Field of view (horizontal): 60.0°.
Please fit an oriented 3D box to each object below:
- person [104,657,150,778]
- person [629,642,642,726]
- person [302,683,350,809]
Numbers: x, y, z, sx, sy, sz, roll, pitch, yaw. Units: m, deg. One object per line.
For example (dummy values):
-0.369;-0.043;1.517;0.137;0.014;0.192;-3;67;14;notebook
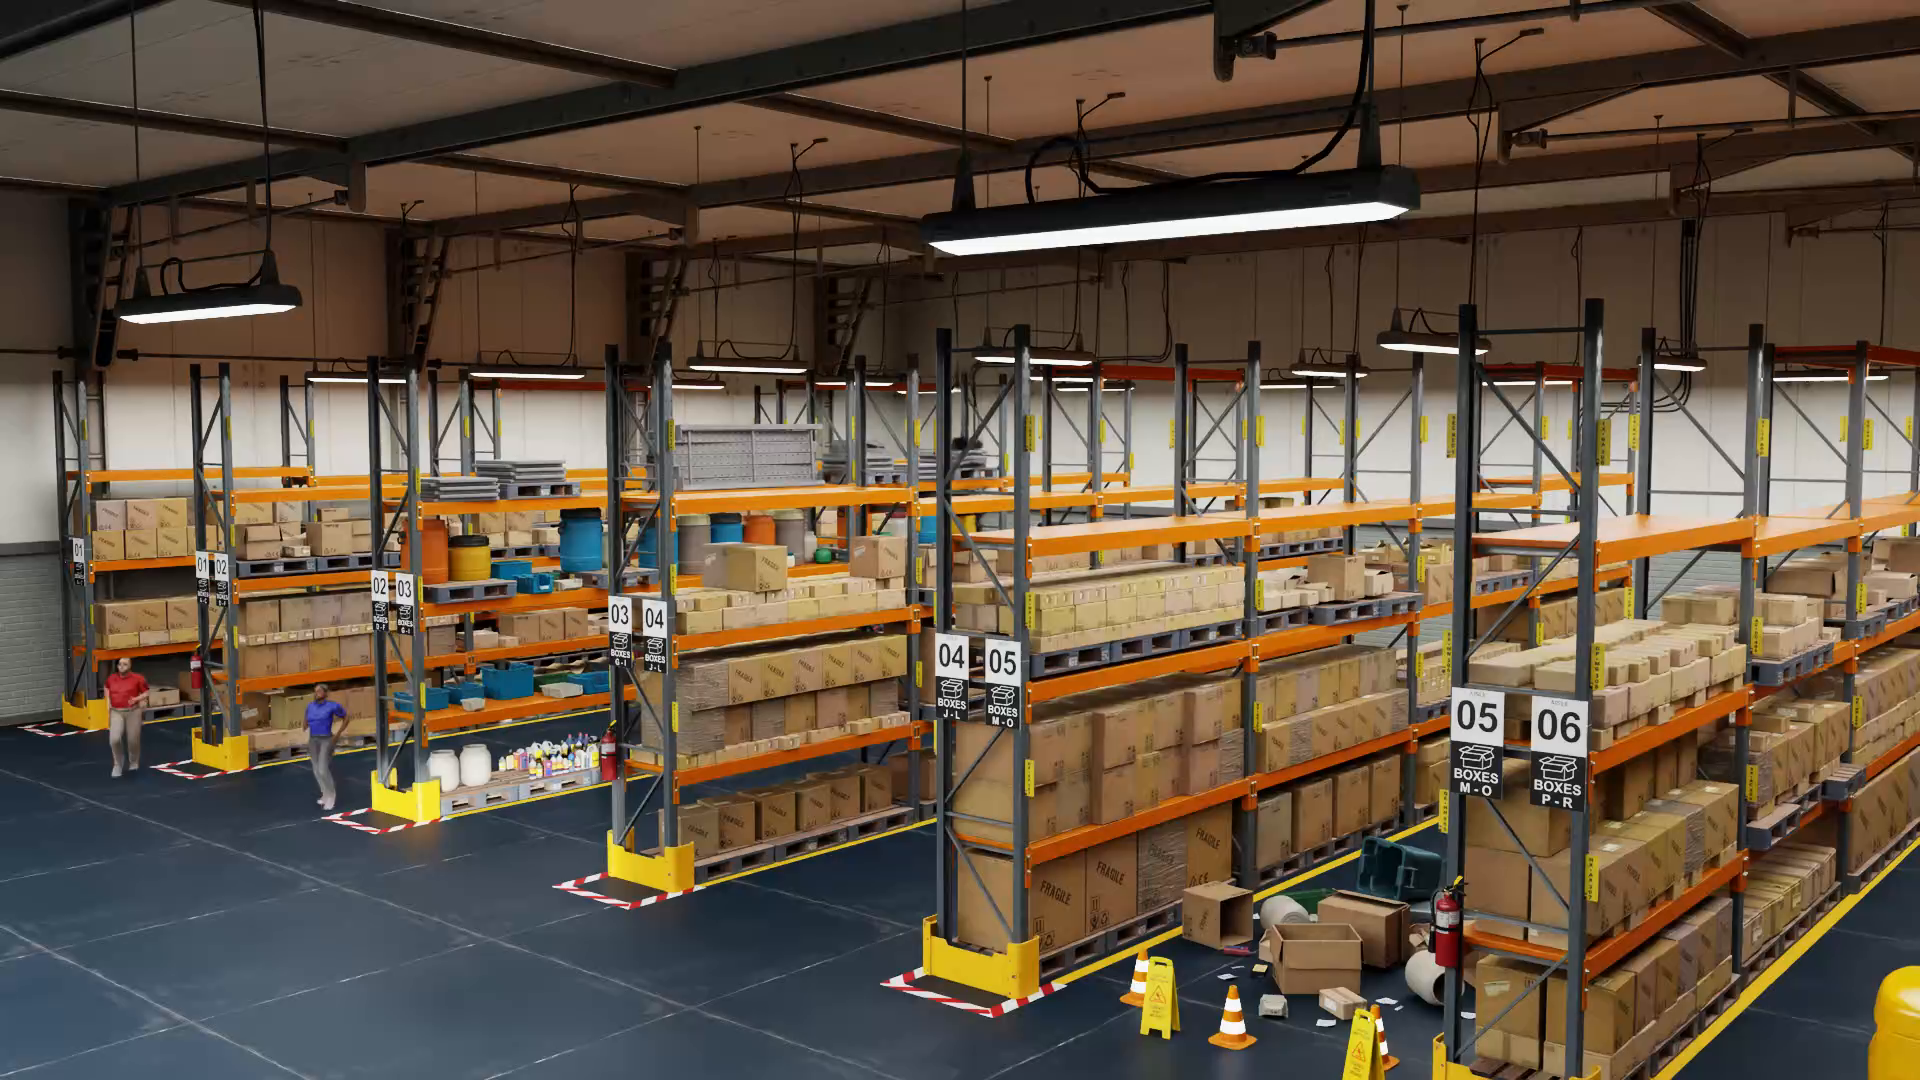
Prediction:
-12.124;2.580;24.190;0.649;1.768;0.755;-1;4;-18;person
-5.352;2.312;27.459;0.699;1.769;0.927;3;5;33;person
-8.496;2.764;22.146;0.574;1.695;0.627;1;4;11;person
